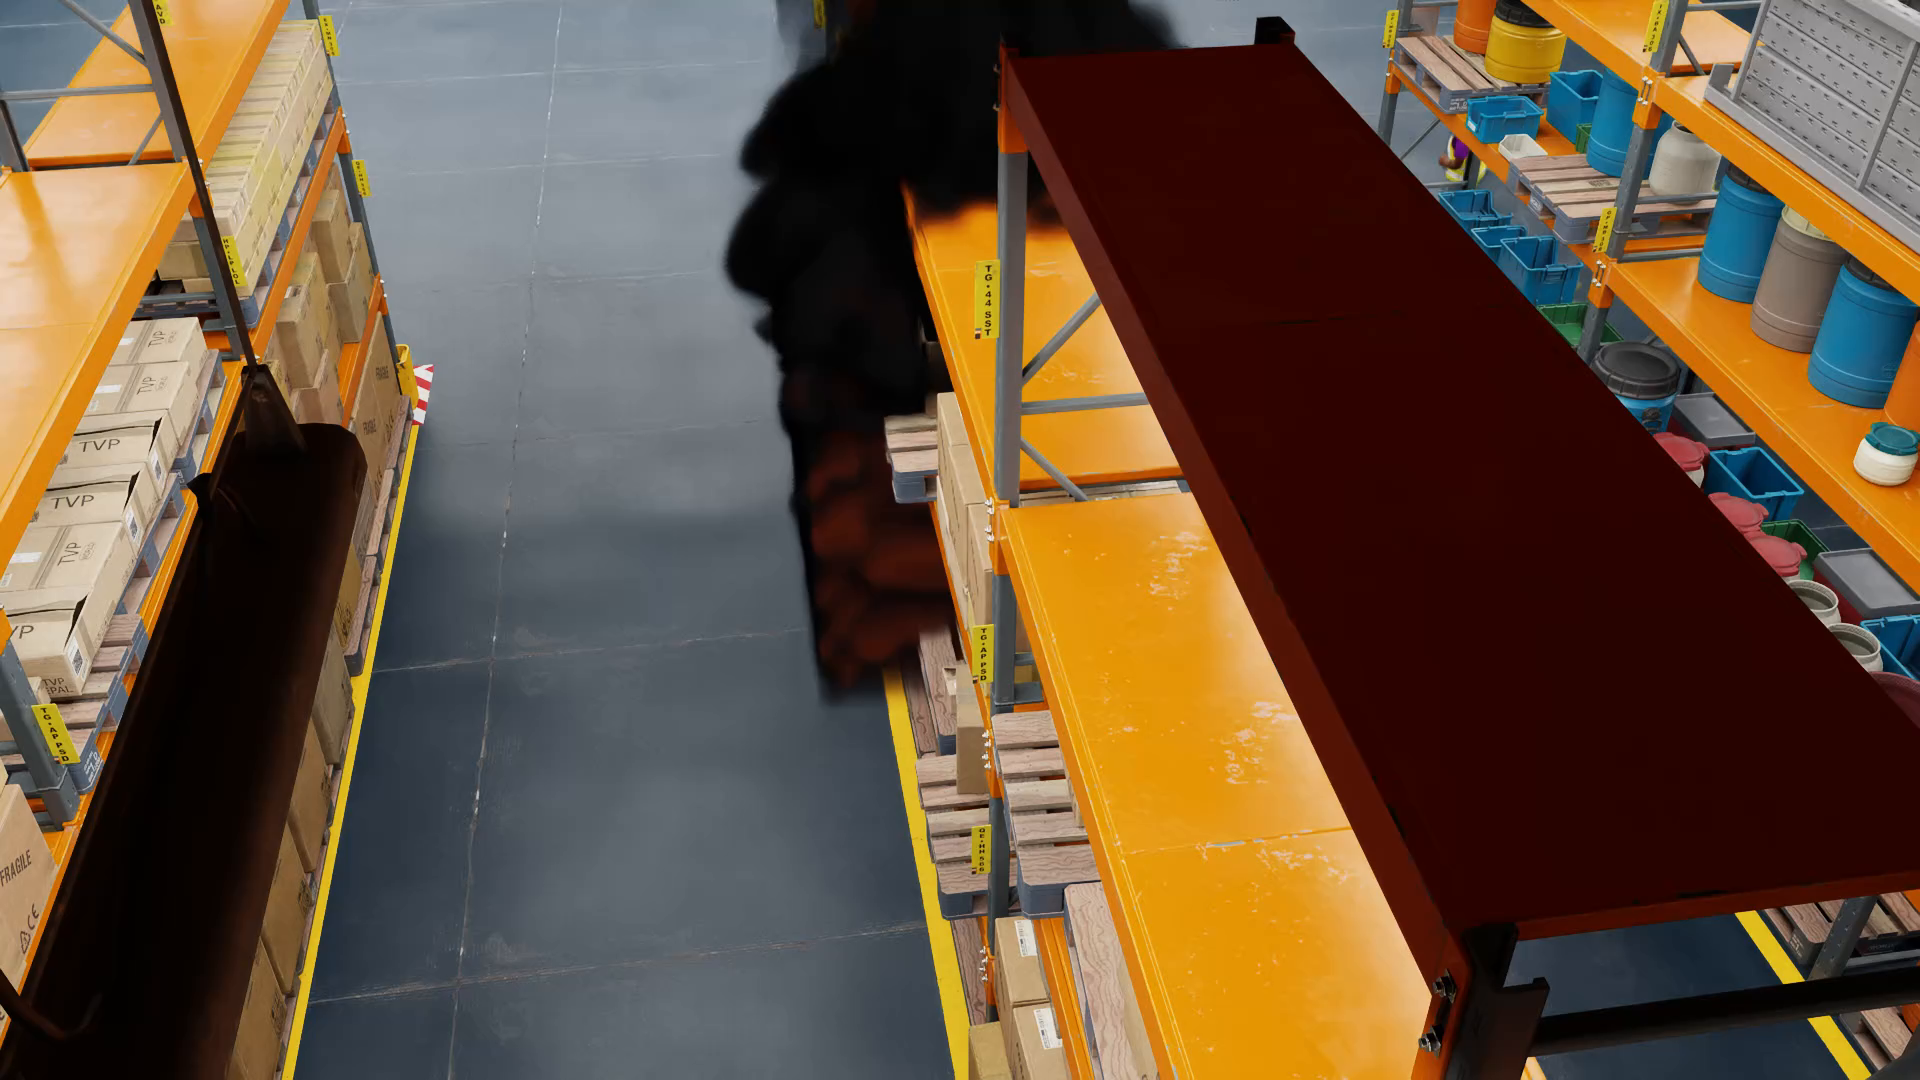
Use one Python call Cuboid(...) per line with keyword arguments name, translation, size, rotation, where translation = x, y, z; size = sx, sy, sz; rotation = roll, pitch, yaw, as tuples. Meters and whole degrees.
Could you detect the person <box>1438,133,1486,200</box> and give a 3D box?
Cuboid(name="person", translation=(4.953, -3.596, 16.421), size=(0.501, 1.764, 0.734), rotation=(29, 45, 33))
